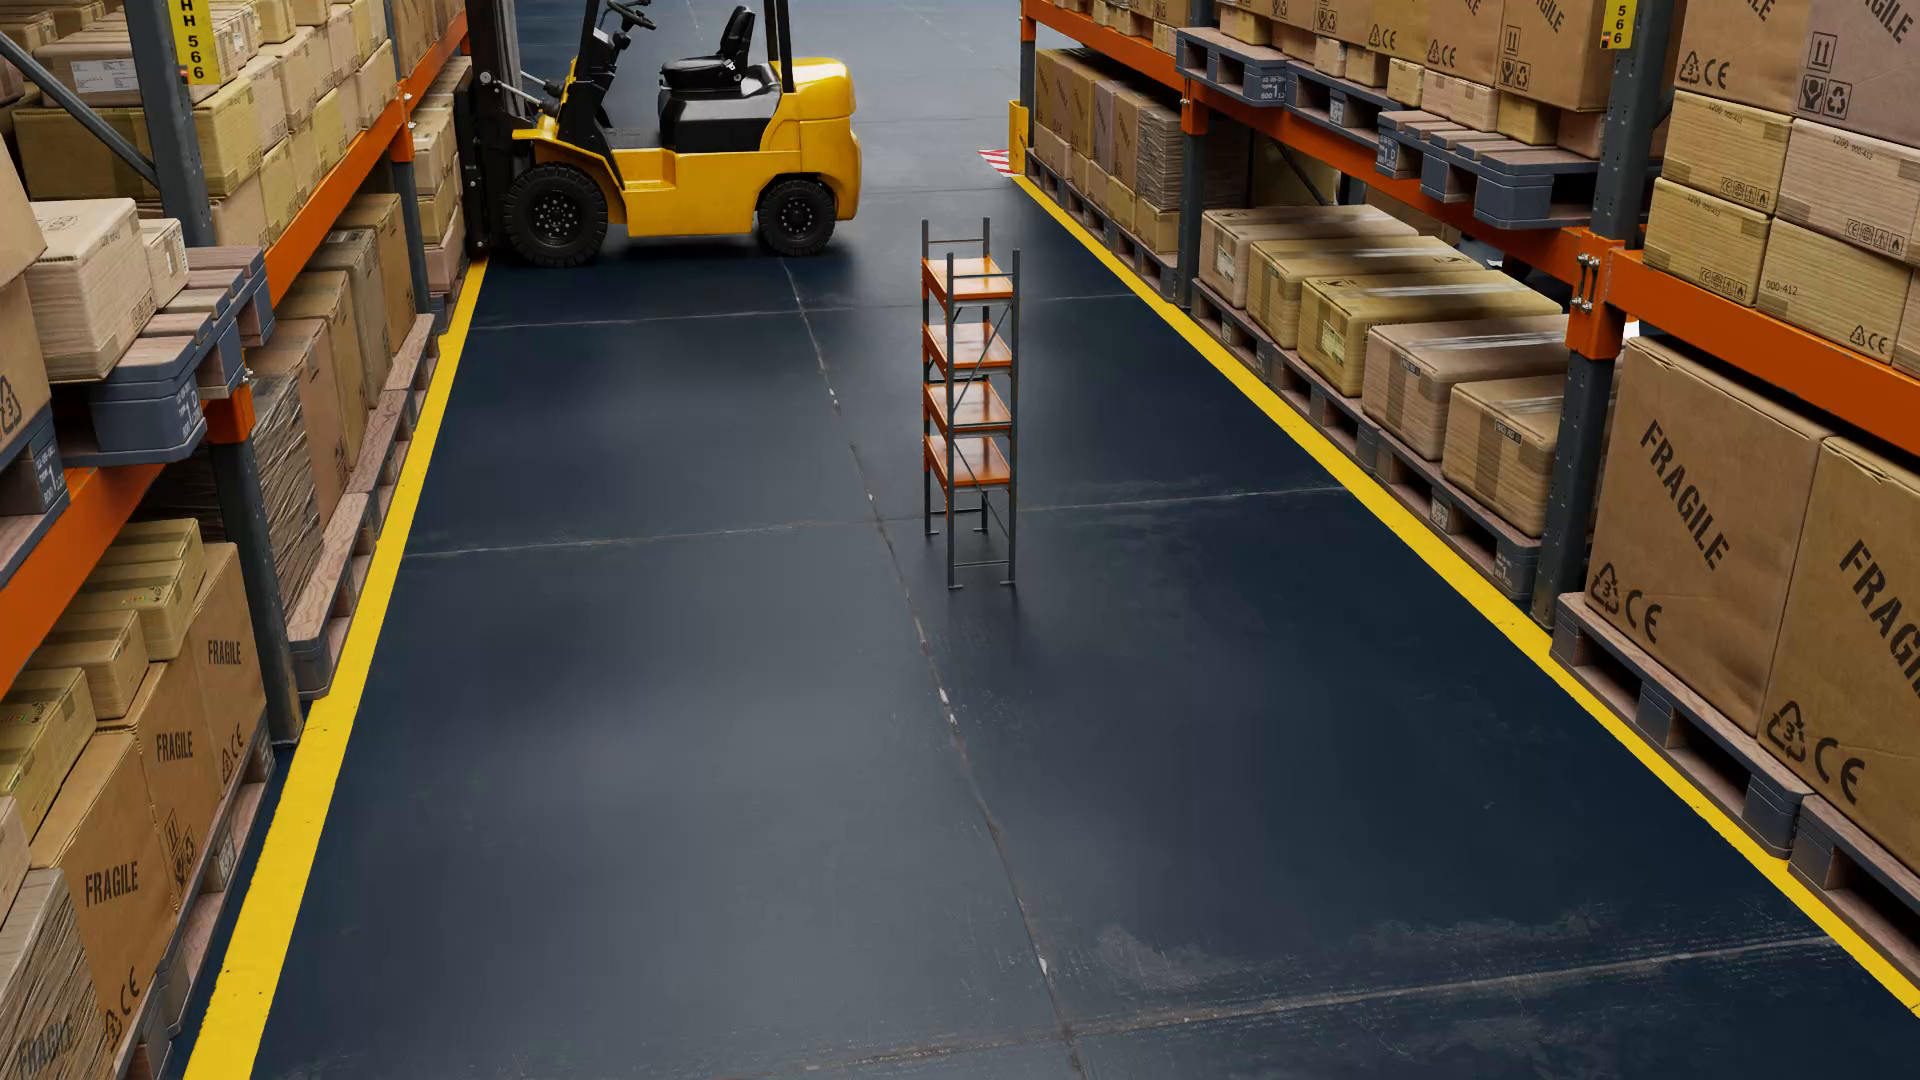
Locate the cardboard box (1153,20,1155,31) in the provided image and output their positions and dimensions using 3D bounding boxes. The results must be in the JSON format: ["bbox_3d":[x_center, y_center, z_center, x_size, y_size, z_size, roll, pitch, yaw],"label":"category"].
[{"bbox_3d":[1.313,-2.894,9.442,0.380,0.149,0.250,-4,24,-9],"label":"cardboard box"}]

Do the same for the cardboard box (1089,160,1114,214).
[{"bbox_3d":[1.125,-2.253,10.572,0.500,0.250,0.500,-4,24,-9],"label":"cardboard box"}]

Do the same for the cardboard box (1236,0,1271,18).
[{"bbox_3d":[1.595,-2.671,7.596,0.500,0.500,0.500,-4,24,-10],"label":"cardboard box"}]

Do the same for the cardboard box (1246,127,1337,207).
[{"bbox_3d":[1.853,-2.227,9.575,0.500,0.500,0.500,-3,24,-7],"label":"cardboard box"}]

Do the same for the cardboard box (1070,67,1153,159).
[{"bbox_3d":[1.025,-2.798,10.883,0.500,0.500,0.500,-4,24,-9],"label":"cardboard box"}]

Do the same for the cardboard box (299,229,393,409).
[{"bbox_3d":[-2.937,-0.924,7.060,0.875,0.625,0.625,-5,24,-10],"label":"cardboard box"}]

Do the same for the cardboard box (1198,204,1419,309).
[{"bbox_3d":[1.796,-1.481,8.652,0.950,0.372,0.625,-4,24,-9],"label":"cardboard box"}]

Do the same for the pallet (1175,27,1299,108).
[{"bbox_3d":[1.695,-2.300,8.007,1.003,0.211,1.213,-4,24,-10],"label":"pallet"}]

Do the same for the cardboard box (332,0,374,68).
[{"bbox_3d":[-2.736,-2.114,6.906,0.500,0.250,0.500,-5,24,-11],"label":"cardboard box"}]

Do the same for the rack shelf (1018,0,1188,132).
[{"bbox_3d":[1.327,-3.156,10.627,1.077,0.370,4.000,-4,24,-10],"label":"rack shelf"}]

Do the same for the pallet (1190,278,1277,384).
[{"bbox_3d":[1.842,-1.115,8.539,1.003,0.211,1.213,-4,24,-10],"label":"pallet"}]

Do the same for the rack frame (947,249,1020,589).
[{"bbox_3d":[0.076,-0.389,5.641,0.240,1.200,0.015,-4,24,-10],"label":"rack frame"}]

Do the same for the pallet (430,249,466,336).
[{"bbox_3d":[-3.287,-1.368,9.119,1.003,0.211,1.213,-4,24,-10],"label":"pallet"}]

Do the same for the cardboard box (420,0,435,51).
[{"bbox_3d":[-3.213,-2.973,9.183,0.500,0.500,0.500,-5,24,-10],"label":"cardboard box"}]

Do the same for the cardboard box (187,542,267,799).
[{"bbox_3d":[-2.152,0.347,4.307,0.500,0.500,0.500,-4,24,-8],"label":"cardboard box"}]

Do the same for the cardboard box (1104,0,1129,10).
[{"bbox_3d":[1.168,-3.443,9.889,0.500,0.500,0.500,-4,24,-8],"label":"cardboard box"}]

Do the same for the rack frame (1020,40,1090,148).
[{"bbox_3d":[0.957,-4.272,12.284,1.000,3.000,0.127,-4,24,-10],"label":"rack frame"}]

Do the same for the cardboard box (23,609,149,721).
[{"bbox_3d":[-2.015,0.286,3.634,0.380,0.149,0.250,-5,24,-12],"label":"cardboard box"}]

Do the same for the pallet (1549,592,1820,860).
[{"bbox_3d":[2.508,0.468,4.915,1.003,0.211,1.213,-4,24,-10],"label":"pallet"}]

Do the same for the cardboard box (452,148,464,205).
[{"bbox_3d":[-3.143,-2.101,9.600,0.500,0.250,0.500,-5,24,-10],"label":"cardboard box"}]

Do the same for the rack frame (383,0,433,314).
[{"bbox_3d":[-3.181,-2.330,7.837,1.000,3.000,0.127,-4,24,-10],"label":"rack frame"}]

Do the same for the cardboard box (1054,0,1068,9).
[{"bbox_3d":[0.848,-3.696,11.280,0.380,0.149,0.250,-4,24,-9],"label":"cardboard box"}]

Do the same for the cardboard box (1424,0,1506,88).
[{"bbox_3d":[1.973,-1.861,5.742,0.500,0.500,0.500,-5,24,-11],"label":"cardboard box"}]

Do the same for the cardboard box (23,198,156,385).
[{"bbox_3d":[-1.928,-0.489,3.286,0.500,0.250,0.500,-5,24,-12],"label":"cardboard box"}]

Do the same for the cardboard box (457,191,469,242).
[{"bbox_3d":[-3.164,-1.877,9.710,0.500,0.250,0.500,-4,24,-9],"label":"cardboard box"}]

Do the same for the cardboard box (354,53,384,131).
[{"bbox_3d":[-2.732,-1.885,7.006,0.500,0.250,0.500,-4,24,-10],"label":"cardboard box"}]

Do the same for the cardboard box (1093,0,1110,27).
[{"bbox_3d":[1.046,-3.288,10.346,0.380,0.149,0.250,-4,24,-9],"label":"cardboard box"}]

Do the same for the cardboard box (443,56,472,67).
[{"bbox_3d":[-3.529,-3.136,11.344,0.500,0.250,0.500,-4,24,-8],"label":"cardboard box"}]

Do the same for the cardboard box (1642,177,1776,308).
[{"bbox_3d":[2.280,-0.846,4.626,0.500,0.250,0.500,-5,24,-11],"label":"cardboard box"}]

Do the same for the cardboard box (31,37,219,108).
[{"bbox_3d":[-2.211,-1.247,4.422,0.380,0.149,0.250,-4,24,-8],"label":"cardboard box"}]

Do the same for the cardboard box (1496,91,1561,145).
[{"bbox_3d":[2.024,-1.415,5.530,0.380,0.149,0.250,-4,24,-9],"label":"cardboard box"}]

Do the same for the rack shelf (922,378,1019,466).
[{"bbox_3d":[0.031,-0.423,5.888,0.258,0.148,0.480,-4,24,-10],"label":"rack shelf"}]

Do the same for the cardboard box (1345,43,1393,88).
[{"bbox_3d":[1.780,-1.918,6.683,0.380,0.149,0.250,-5,24,-11],"label":"cardboard box"}]

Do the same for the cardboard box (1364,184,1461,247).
[{"bbox_3d":[2.836,-2.077,10.377,0.500,0.500,0.500,13,27,27],"label":"cardboard box"}]

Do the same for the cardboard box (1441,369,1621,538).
[{"bbox_3d":[2.342,-0.337,6.032,0.950,0.372,0.625,-6,24,-13],"label":"cardboard box"}]

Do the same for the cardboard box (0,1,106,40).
[{"bbox_3d":[-2.932,-1.614,5.262,0.380,0.149,0.250,-4,24,-10],"label":"cardboard box"}]

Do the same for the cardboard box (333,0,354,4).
[{"bbox_3d":[-2.661,-2.261,6.744,0.380,0.149,0.250,-5,24,-11],"label":"cardboard box"}]

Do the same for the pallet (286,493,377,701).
[{"bbox_3d":[-2.555,0.194,5.541,1.003,0.211,1.213,-4,24,-10],"label":"pallet"}]

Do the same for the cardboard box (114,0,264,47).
[{"bbox_3d":[-2.470,-1.650,5.344,0.380,0.149,0.250,-4,24,-9],"label":"cardboard box"}]

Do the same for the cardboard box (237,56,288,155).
[{"bbox_3d":[-2.374,-1.307,5.057,0.500,0.250,0.500,-4,24,-8],"label":"cardboard box"}]

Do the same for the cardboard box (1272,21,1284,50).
[{"bbox_3d":[1.654,-2.331,7.628,0.380,0.149,0.250,-3,24,-6],"label":"cardboard box"}]

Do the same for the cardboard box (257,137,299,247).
[{"bbox_3d":[-2.371,-1.079,5.160,0.500,0.250,0.500,-5,24,-11],"label":"cardboard box"}]

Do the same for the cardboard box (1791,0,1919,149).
[{"bbox_3d":[2.388,-1.223,3.929,0.500,0.500,0.500,-4,24,-10],"label":"cardboard box"}]

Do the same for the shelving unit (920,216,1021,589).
[{"bbox_3d":[0.031,-0.485,5.861,0.258,1.200,0.503,-4,24,-10],"label":"shelving unit"}]

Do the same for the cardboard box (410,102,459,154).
[{"bbox_3d":[-3.150,-2.331,9.501,0.500,0.250,0.500,-3,24,-8],"label":"cardboard box"}]

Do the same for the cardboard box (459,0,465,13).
[{"bbox_3d":[-3.571,-3.775,11.021,0.500,0.500,0.500,-5,24,-11],"label":"cardboard box"}]

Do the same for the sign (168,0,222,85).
[{"bbox_3d":[-1.909,-1.295,4.120,0.100,0.325,0.005,-4,24,-10],"label":"sign"}]
